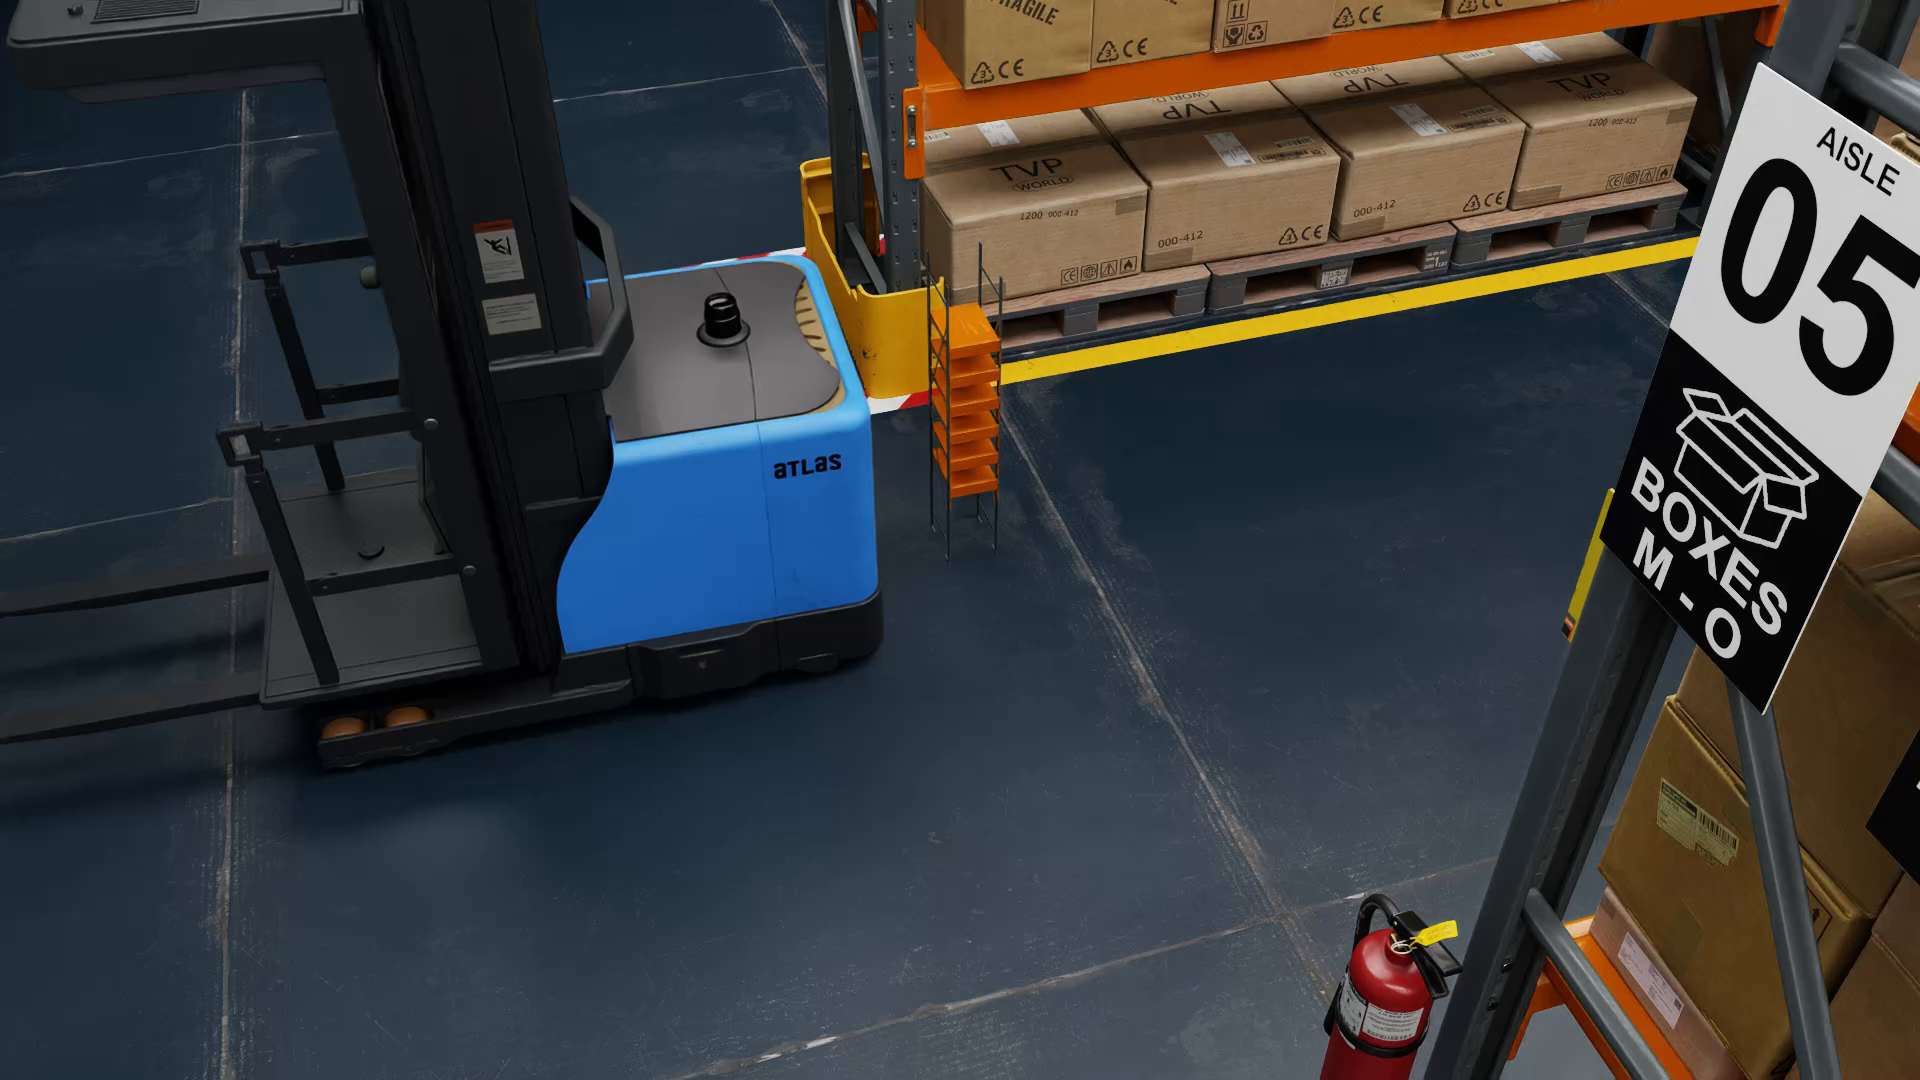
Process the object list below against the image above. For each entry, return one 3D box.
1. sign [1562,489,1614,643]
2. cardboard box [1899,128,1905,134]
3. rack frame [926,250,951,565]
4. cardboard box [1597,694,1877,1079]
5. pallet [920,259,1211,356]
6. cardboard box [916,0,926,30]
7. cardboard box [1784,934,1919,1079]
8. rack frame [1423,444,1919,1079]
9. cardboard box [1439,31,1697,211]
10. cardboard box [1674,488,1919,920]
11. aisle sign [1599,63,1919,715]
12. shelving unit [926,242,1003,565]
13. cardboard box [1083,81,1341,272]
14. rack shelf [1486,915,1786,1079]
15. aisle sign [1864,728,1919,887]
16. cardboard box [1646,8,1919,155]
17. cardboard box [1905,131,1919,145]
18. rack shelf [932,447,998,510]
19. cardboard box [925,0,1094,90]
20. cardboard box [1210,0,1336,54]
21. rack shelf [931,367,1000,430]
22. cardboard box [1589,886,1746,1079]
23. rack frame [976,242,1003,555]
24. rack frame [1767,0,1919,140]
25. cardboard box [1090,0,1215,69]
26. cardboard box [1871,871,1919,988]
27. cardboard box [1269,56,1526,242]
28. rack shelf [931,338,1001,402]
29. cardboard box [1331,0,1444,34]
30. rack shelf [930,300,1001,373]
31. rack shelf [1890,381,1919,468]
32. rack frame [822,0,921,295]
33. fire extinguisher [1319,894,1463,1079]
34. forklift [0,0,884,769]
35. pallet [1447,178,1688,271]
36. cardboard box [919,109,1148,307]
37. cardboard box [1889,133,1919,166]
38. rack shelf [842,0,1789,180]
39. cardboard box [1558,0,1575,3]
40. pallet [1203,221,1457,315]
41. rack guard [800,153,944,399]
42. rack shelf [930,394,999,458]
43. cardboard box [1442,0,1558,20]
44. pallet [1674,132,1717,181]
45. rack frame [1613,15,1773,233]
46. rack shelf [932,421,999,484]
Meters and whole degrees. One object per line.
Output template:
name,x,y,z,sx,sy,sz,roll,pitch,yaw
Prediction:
sign,1.071,0.069,2.771,0.005,0.325,0.100,-12,42,-13
cardboard box,4.877,-2.615,8.259,0.875,0.875,0.875,-11,42,-12
rack frame,-0.073,-0.437,5.838,0.006,1.200,0.240,-12,42,-13
cardboard box,1.569,0.576,3.008,0.500,0.500,0.500,-11,42,-12
pallet,0.374,-1.267,7.540,1.213,0.211,1.003,-12,42,-13
cardboard box,0.015,-2.409,6.652,0.500,0.500,0.500,-11,42,-13
cardboard box,1.729,0.911,2.625,0.500,0.500,0.500,-10,42,-11
rack frame,1.218,0.976,2.853,0.127,3.000,1.000,-12,42,-13
cardboard box,2.819,-2.037,7.930,0.875,0.438,0.875,-12,43,-14
cardboard box,1.580,0.203,2.675,0.500,0.500,0.500,-13,43,-14
aisle sign,1.058,-0.177,2.196,0.004,0.787,0.394,-12,42,-13
shelving unit,0.014,-0.455,5.859,0.189,1.200,0.258,-12,42,-13
cardboard box,1.105,-1.683,7.524,0.875,0.438,0.875,-11,42,-12
rack shelf,3.126,0.852,3.542,4.000,0.370,1.077,-12,42,-13
aisle sign,1.239,0.200,1.765,0.004,0.787,0.394,-12,42,-13
cardboard box,4.017,-2.431,8.049,0.875,0.875,0.875,-10,42,-12
cardboard box,1.581,-0.536,2.038,0.500,0.250,0.500,-13,43,-14
rack shelf,0.014,-0.241,6.046,0.180,0.103,0.258,-12,42,-13
cardboard box,0.179,-2.063,6.255,0.500,0.500,0.500,-12,43,-13
cardboard box,1.144,-2.269,6.492,0.500,0.500,0.500,-12,43,-13
rack shelf,0.014,-0.512,5.809,0.180,0.103,0.258,-12,42,-13
cardboard box,1.444,0.829,3.212,0.250,0.149,0.380,-12,42,-13
rack frame,0.101,-0.473,5.879,0.006,1.200,0.240,-12,42,-13
rack frame,1.218,-1.283,0.879,0.127,3.000,1.000,-12,42,-13
cardboard box,0.653,-2.180,6.389,0.500,0.500,0.500,-12,43,-14
cardboard box,1.726,0.528,2.304,0.500,0.500,0.500,-12,43,-13
cardboard box,1.965,-1.860,7.727,0.875,0.438,0.875,-13,43,-14
rack shelf,0.014,-0.602,5.730,0.180,0.103,0.258,-12,42,-13
cardboard box,1.616,-2.379,6.617,0.500,0.500,0.500,-10,42,-12
rack shelf,0.014,-0.692,5.651,0.180,0.103,0.258,-12,42,-13
rack shelf,3.126,-0.278,2.555,4.000,0.370,1.077,-12,42,-13
rack frame,-0.365,-2.110,6.385,0.127,3.000,1.000,-12,42,-13
fire extinguisher,0.839,0.906,3.275,0.183,0.674,0.296,-12,42,-13
forklift,-1.838,-0.752,4.883,3.031,2.935,1.130,-10,42,-11
pallet,2.701,-1.749,8.092,1.213,0.211,1.003,-12,42,-13
cardboard box,0.234,-1.497,7.311,0.875,0.438,0.875,-13,43,-15
cardboard box,1.573,-0.353,2.208,0.500,0.250,0.500,-13,43,-14
rack shelf,1.542,-2.235,7.075,4.000,0.370,1.077,-12,42,-13
cardboard box,2.595,-2.581,6.849,0.500,0.500,0.500,-13,43,-14
pallet,1.536,-1.506,7.813,1.213,0.211,1.003,-12,42,-13
rack guard,-0.388,-1.164,7.202,0.348,0.500,1.175,-12,42,-13
rack shelf,0.014,-0.421,5.888,0.180,0.103,0.258,-12,42,-13
cardboard box,2.120,-2.473,6.724,0.500,0.500,0.500,-12,43,-14
pallet,4.163,-2.050,8.436,1.213,0.211,1.003,-12,42,-13
rack frame,3.450,-2.901,7.290,0.127,3.000,1.000,-12,42,-13
rack shelf,0.014,-0.331,5.967,0.180,0.103,0.258,-12,42,-13
